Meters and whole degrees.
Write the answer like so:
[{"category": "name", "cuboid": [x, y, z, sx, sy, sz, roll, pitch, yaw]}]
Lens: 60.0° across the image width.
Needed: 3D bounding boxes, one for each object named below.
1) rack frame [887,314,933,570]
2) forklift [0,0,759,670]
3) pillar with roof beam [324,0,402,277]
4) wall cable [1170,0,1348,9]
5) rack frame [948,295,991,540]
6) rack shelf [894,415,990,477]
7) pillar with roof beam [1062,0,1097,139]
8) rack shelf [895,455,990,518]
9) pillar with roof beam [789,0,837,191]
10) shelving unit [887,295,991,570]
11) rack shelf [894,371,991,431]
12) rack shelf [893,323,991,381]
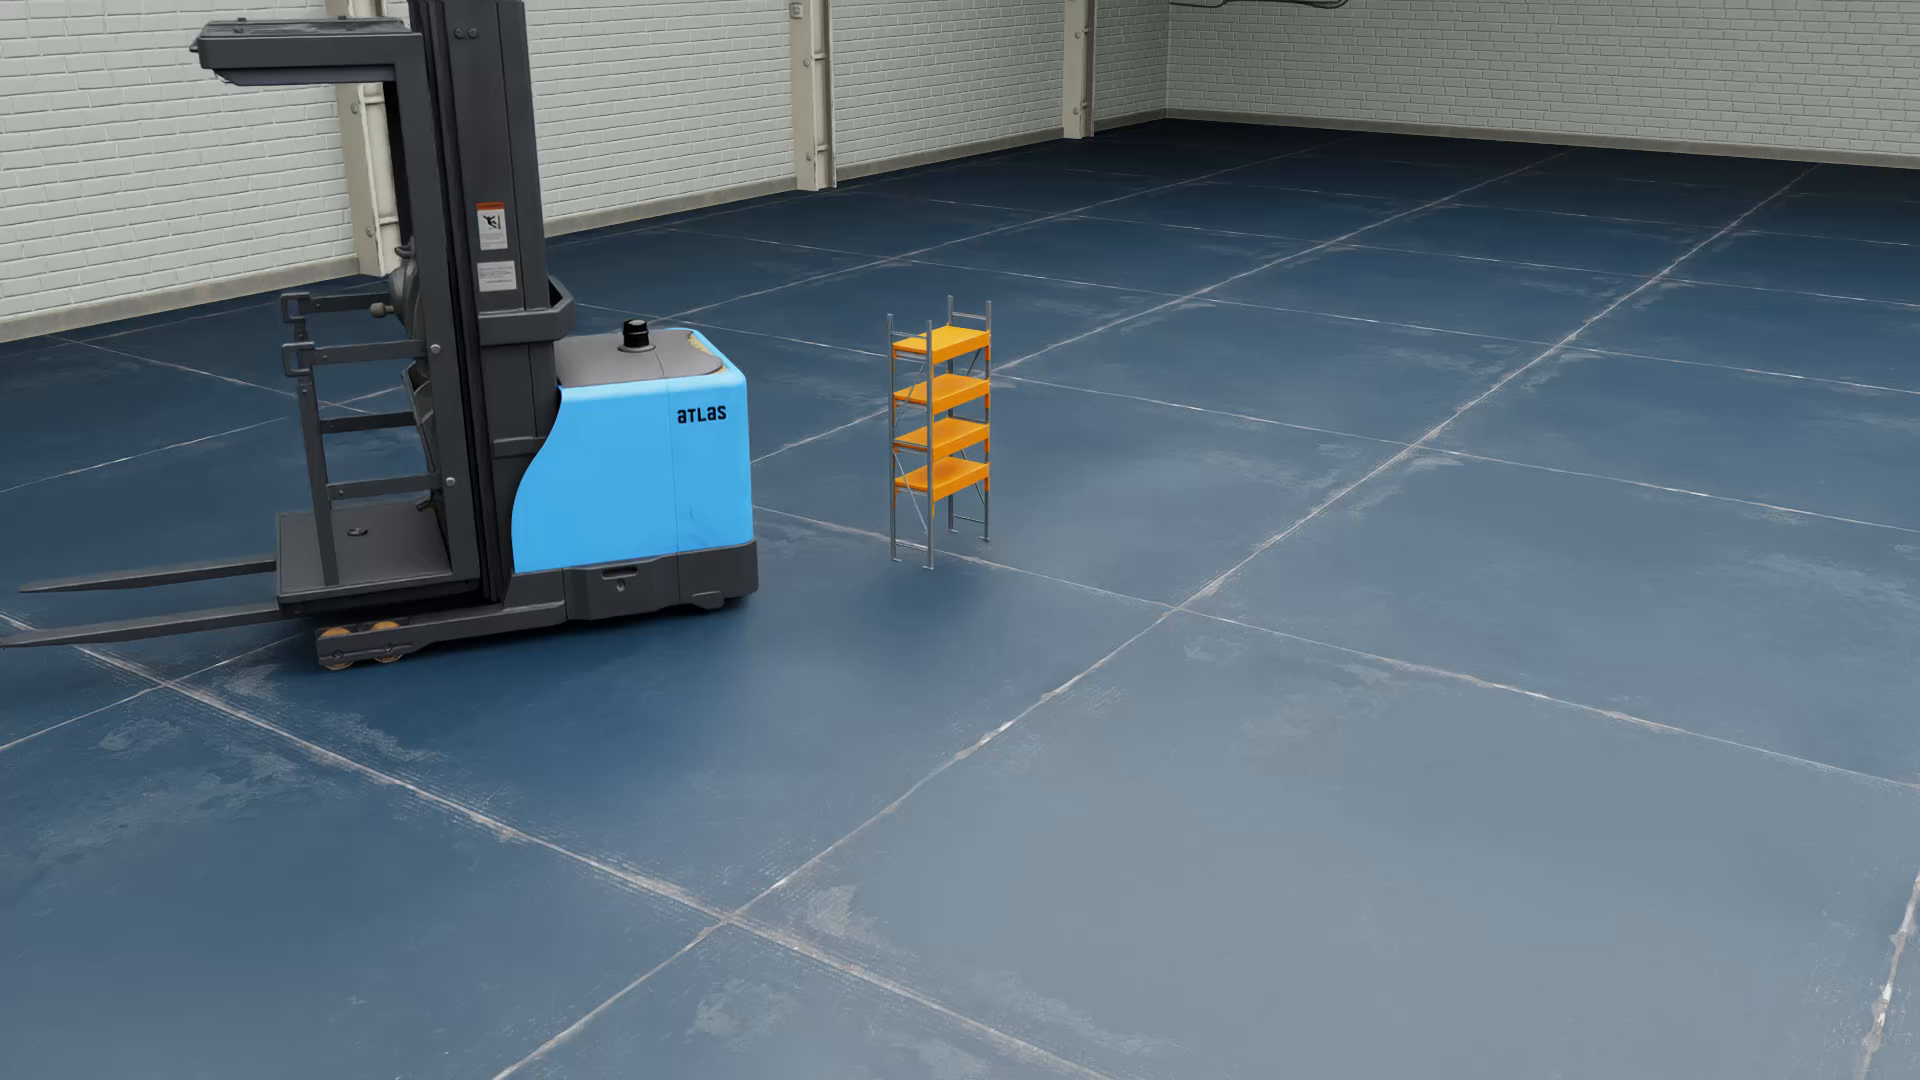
[{"category": "rack frame", "cuboid": [-0.230, -0.445, 7.739, 0.240, 1.200, 0.015, 13, 24, 32]}, {"category": "forklift", "cuboid": [-2.476, -1.050, 6.878, 3.031, 2.935, 1.130, -8, 22, -20]}, {"category": "pillar with roof beam", "cuboid": [-1.487, -5.752, 10.845, 9.100, 9.000, 0.400, 13, 24, 32]}, {"category": "wall cable", "cuboid": [4.448, -9.166, 24.550, 3.097, 2.526, 0.112, 13, 24, 32]}, {"category": "rack frame", "cuboid": [0.044, -0.585, 8.118, 0.240, 1.200, 0.015, 13, 24, 32]}, {"category": "rack shelf", "cuboid": [-0.093, -0.452, 7.952, 0.258, 0.148, 0.480, 13, 24, 32]}, {"category": "pillar with roof beam", "cuboid": [5.259, -9.195, 20.153, 9.100, 9.000, 0.400, 13, 24, 32]}, {"category": "rack shelf", "cuboid": [-0.093, -0.266, 8.021, 0.258, 0.148, 0.480, 13, 24, 32]}, {"category": "pillar with roof beam", "cuboid": [1.886, -7.474, 15.499, 9.100, 9.000, 0.400, 13, 24, 32]}, {"category": "shelving unit", "cuboid": [-0.093, -0.515, 7.928, 0.258, 1.200, 0.503, 13, 24, 32]}, {"category": "rack shelf", "cuboid": [-0.093, -0.662, 7.874, 0.258, 0.148, 0.480, 13, 24, 32]}, {"category": "rack shelf", "cuboid": [-0.093, -0.884, 7.792, 0.258, 0.148, 0.480, 13, 24, 32]}]
